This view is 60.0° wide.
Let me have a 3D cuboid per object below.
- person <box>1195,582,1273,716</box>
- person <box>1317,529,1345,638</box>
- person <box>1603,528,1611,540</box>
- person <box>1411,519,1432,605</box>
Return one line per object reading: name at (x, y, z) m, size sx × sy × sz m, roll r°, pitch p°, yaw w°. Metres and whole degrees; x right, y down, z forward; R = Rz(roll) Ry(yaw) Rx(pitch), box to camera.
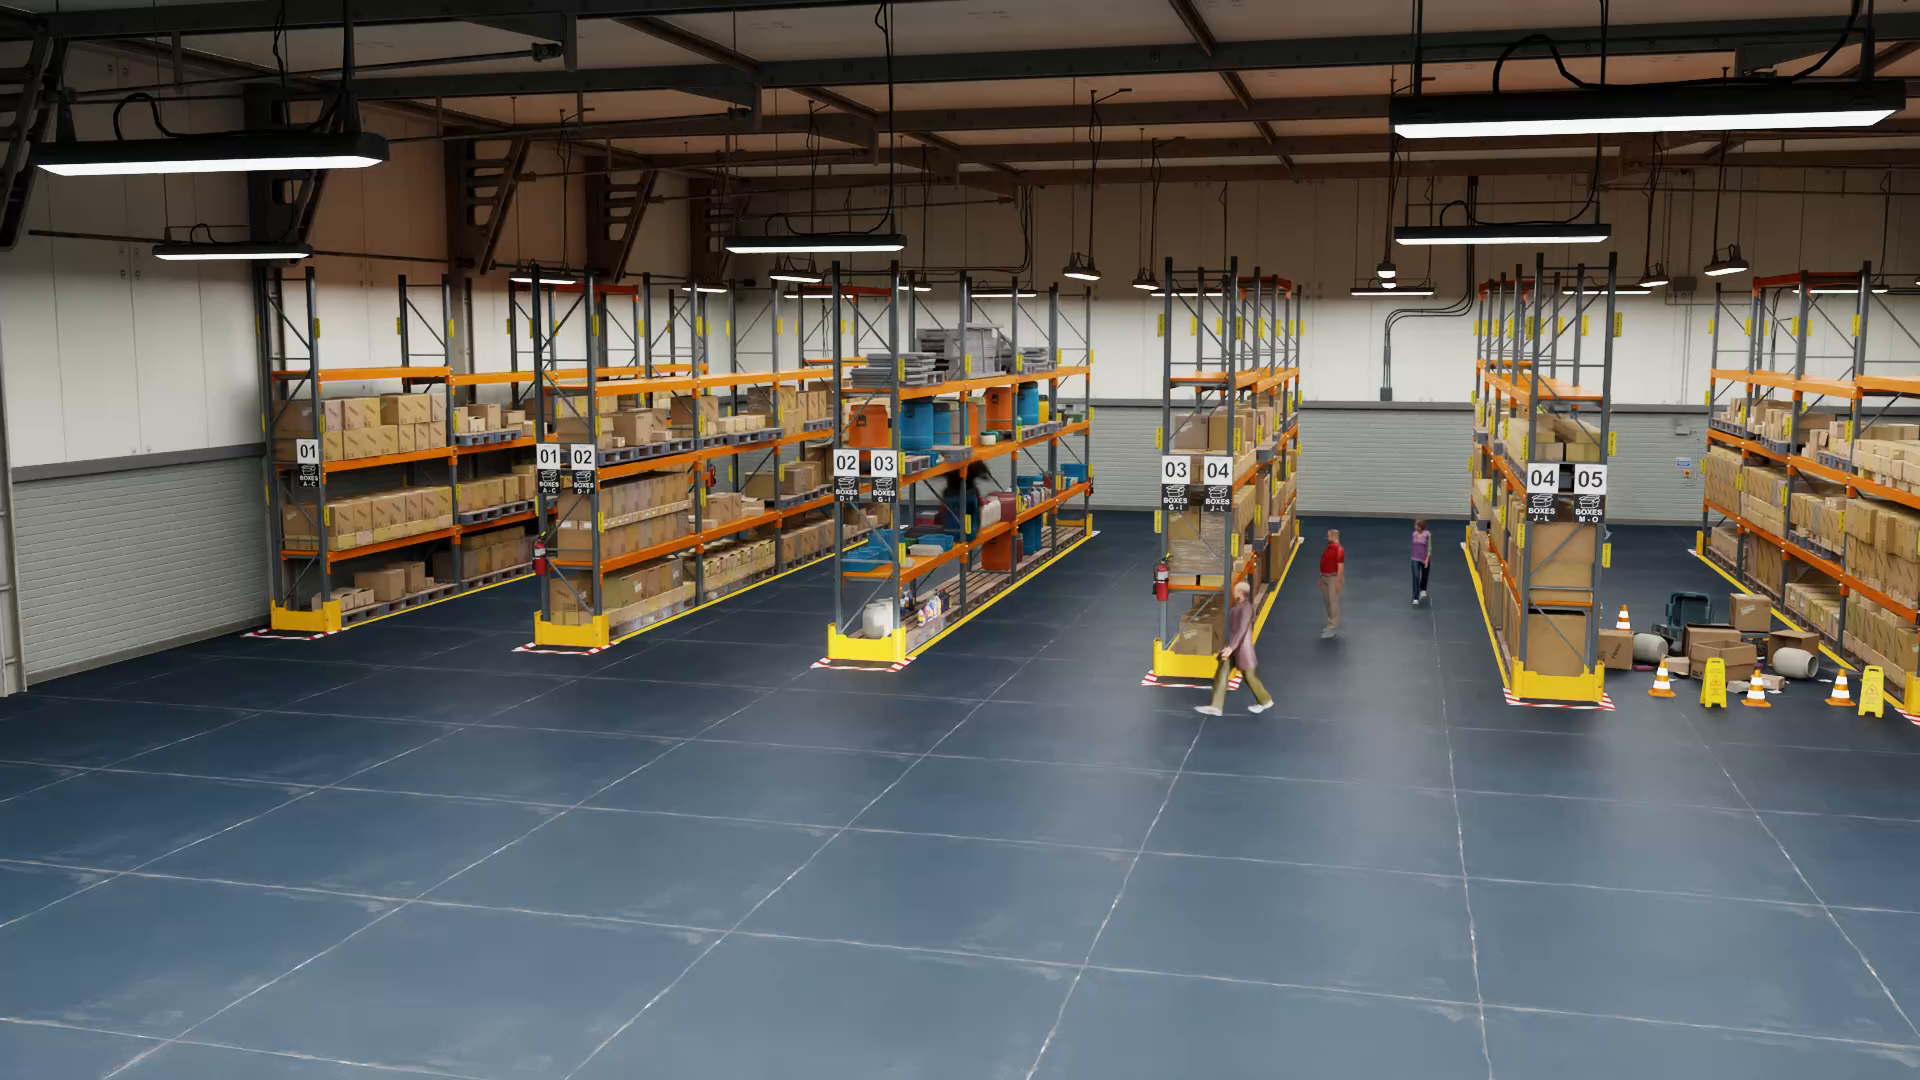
person at (3.586, 1.410, 21.512) m, size 1.040 × 1.746 × 0.525 m, roll -4°, pitch 8°, yaw -30°
person at (6.064, 0.697, 27.287) m, size 0.545 × 1.751 × 0.553 m, roll -4°, pitch 8°, yaw -26°
person at (14.800, -0.768, 39.003) m, size 0.860 × 1.629 × 0.516 m, roll 0°, pitch 7°, yaw 0°
person at (8.440, 0.374, 30.445) m, size 0.365 × 1.552 × 0.912 m, roll 2°, pitch 7°, yaw 12°
